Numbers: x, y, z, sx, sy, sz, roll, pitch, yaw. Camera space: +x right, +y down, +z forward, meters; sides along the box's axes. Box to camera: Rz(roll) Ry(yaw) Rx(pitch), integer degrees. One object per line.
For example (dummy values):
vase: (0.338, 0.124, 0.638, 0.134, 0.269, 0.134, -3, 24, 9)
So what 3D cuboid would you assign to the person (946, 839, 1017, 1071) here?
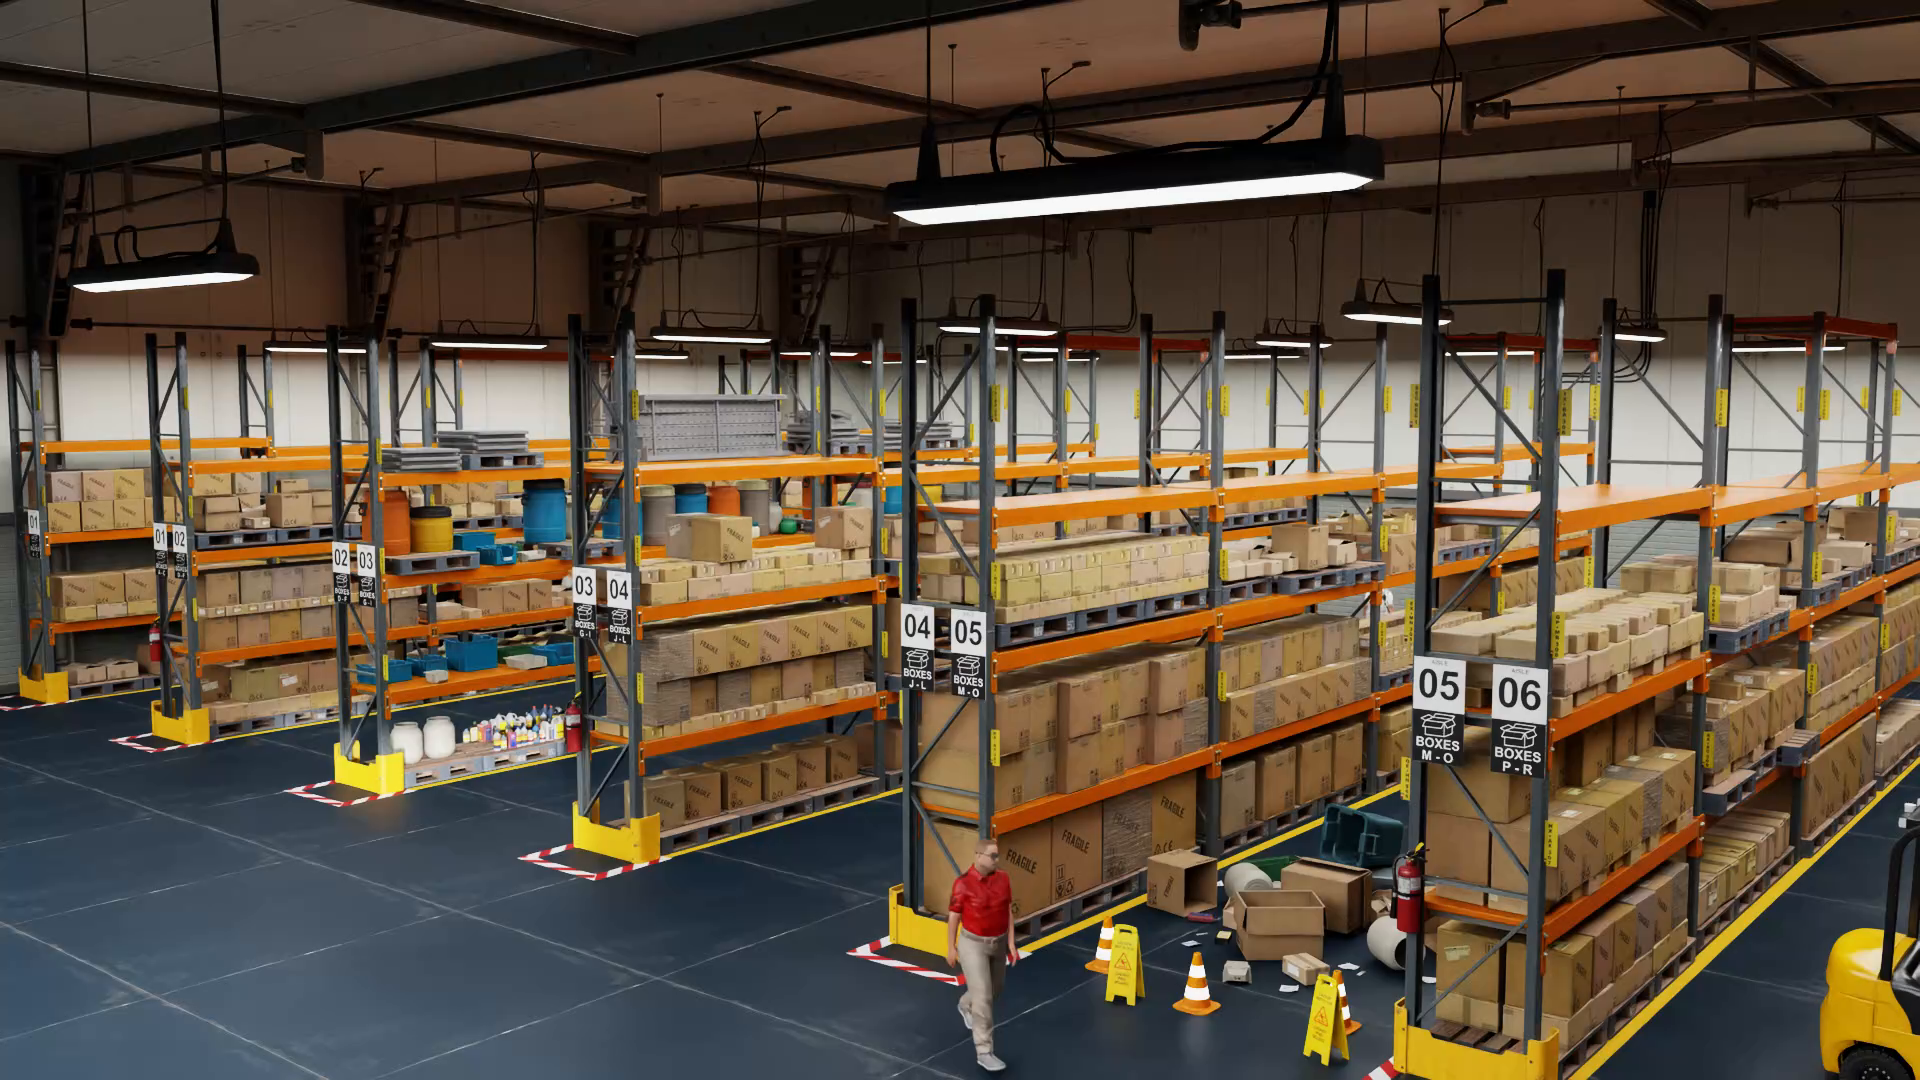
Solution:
person: (0.179, 3.162, 12.984, 0.525, 1.675, 1.001, -4, 6, -37)

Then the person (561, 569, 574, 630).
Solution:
person: (-7.954, 1.272, 34.063, 0.404, 1.624, 1.019, 3, 6, 29)

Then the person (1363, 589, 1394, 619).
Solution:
person: (7.816, 1.496, 31.076, 0.539, 1.692, 1.112, 1, 5, 12)

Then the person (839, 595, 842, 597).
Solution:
person: (-3.197, 0.670, 40.870, 0.452, 1.610, 0.843, 4, 6, 36)
